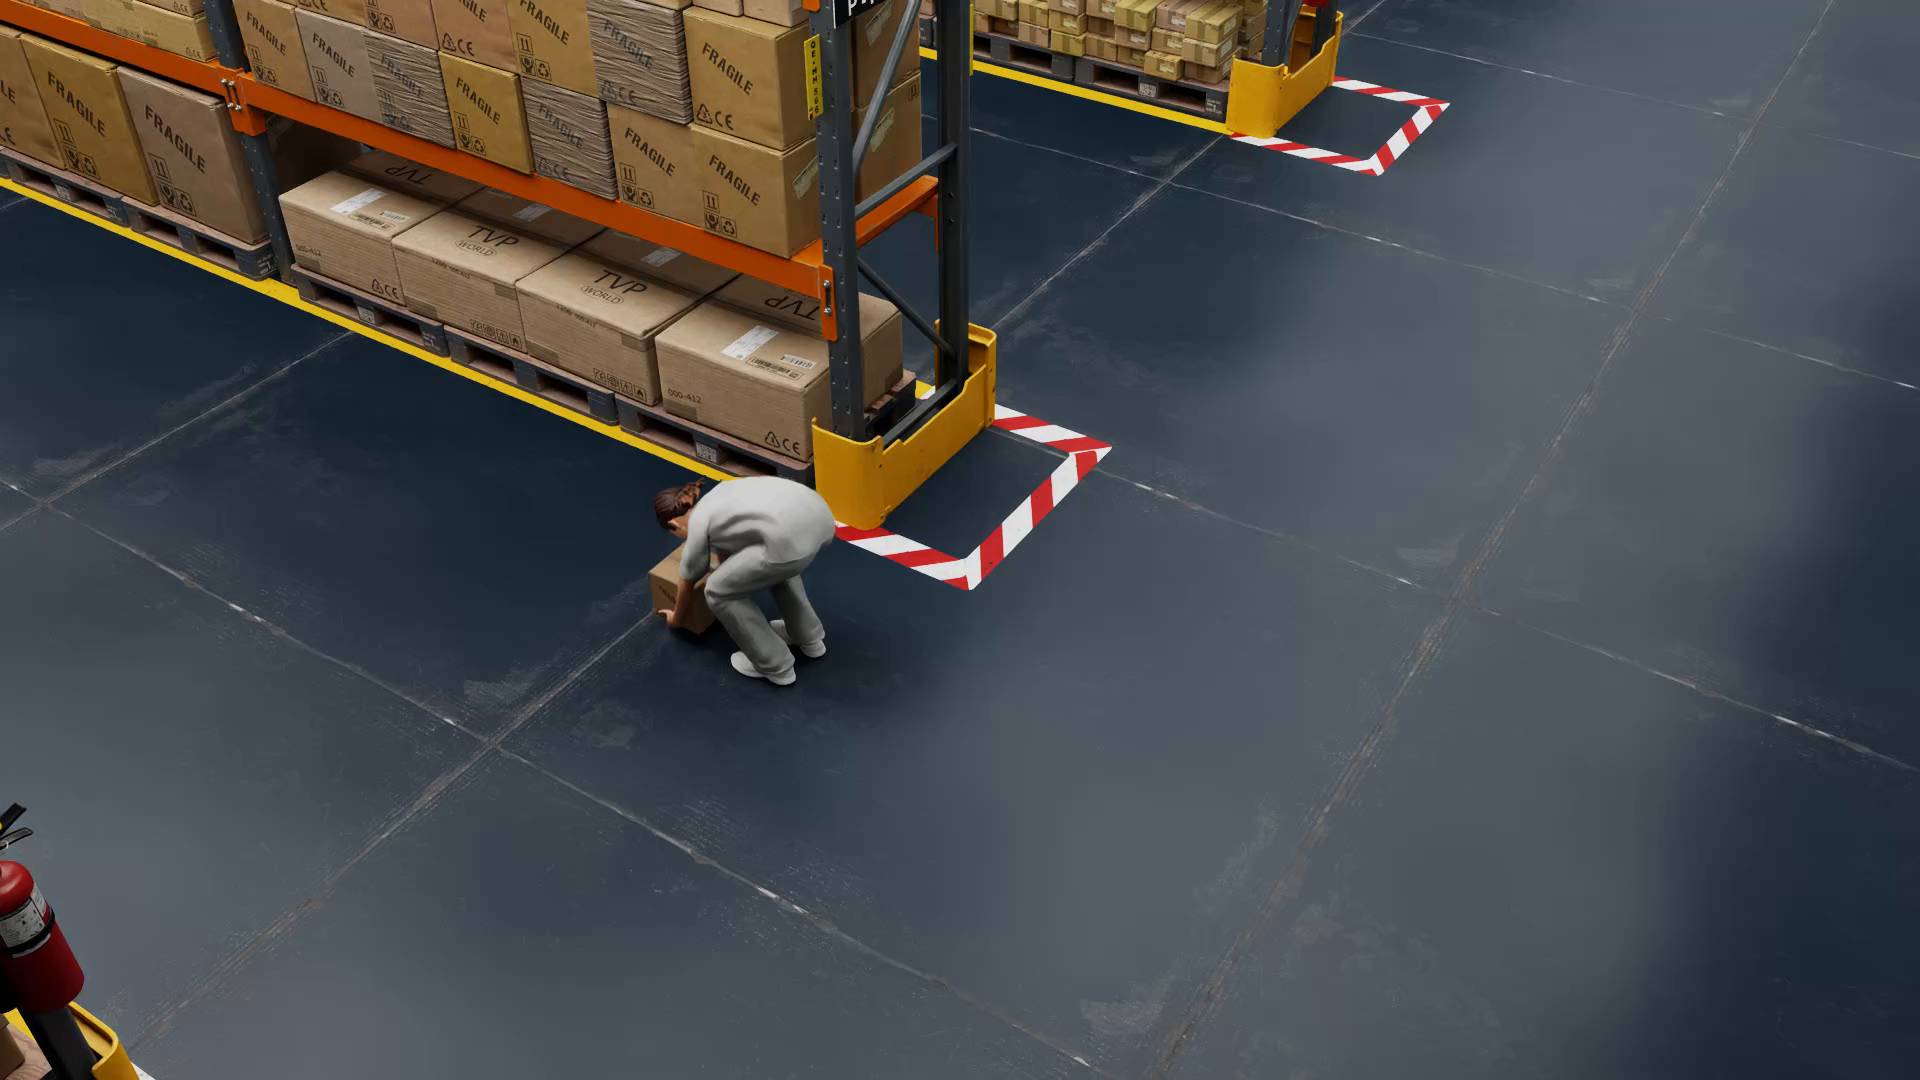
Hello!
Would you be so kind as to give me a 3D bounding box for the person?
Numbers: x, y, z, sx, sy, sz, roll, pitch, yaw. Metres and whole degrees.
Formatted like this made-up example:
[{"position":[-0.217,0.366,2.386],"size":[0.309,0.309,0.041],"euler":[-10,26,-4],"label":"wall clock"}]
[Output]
[{"position":[-0.913,0.127,6.990],"size":[0.849,0.854,0.468],"euler":[20,43,23],"label":"person"}]
